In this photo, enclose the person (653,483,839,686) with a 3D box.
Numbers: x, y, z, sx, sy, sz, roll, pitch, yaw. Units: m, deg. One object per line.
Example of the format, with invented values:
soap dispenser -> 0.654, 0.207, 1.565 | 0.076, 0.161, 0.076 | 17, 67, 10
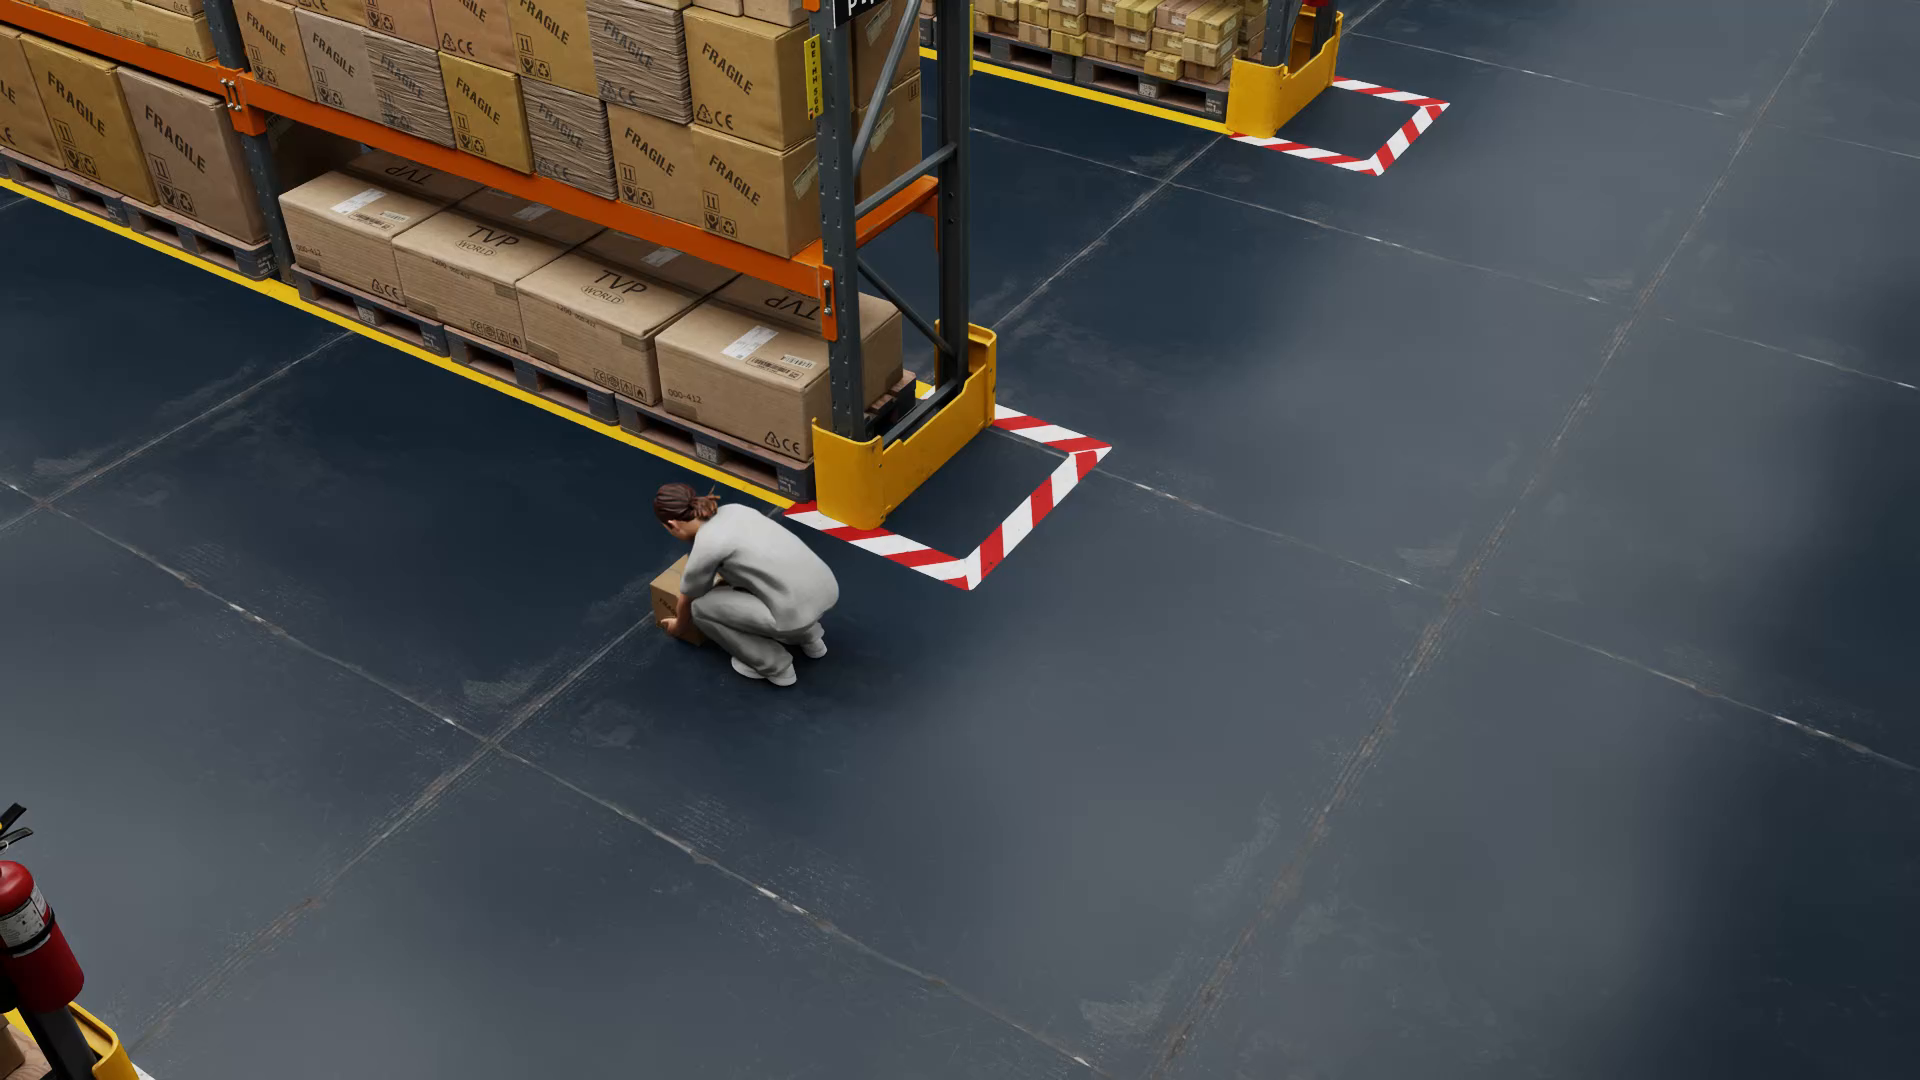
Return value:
person -> -0.899, 0.169, 7.011 | 0.807, 0.804, 0.478 | 22, 43, 25
